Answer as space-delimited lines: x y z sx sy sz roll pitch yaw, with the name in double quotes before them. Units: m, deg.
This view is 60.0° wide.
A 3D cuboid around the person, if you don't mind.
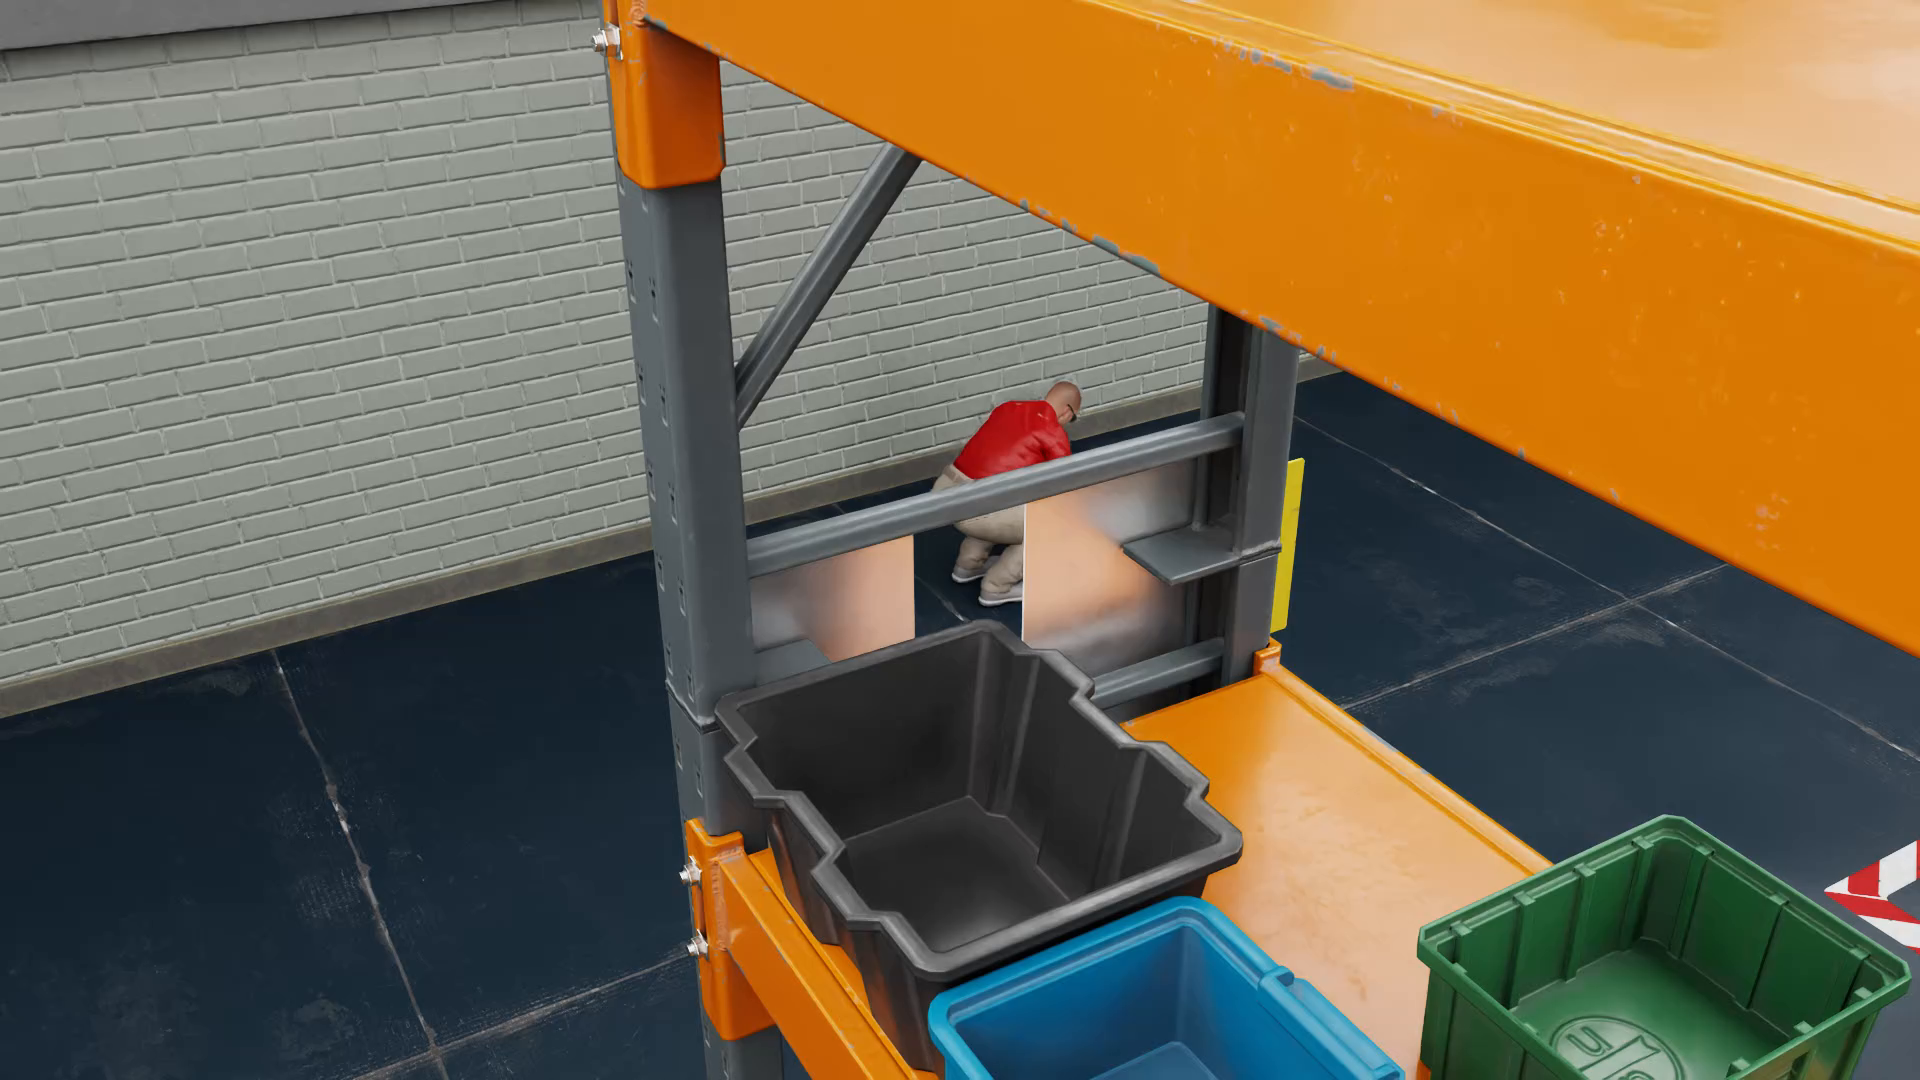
"person" 0.259 -0.241 8.339 0.867 1.002 0.569 -16 33 -26
